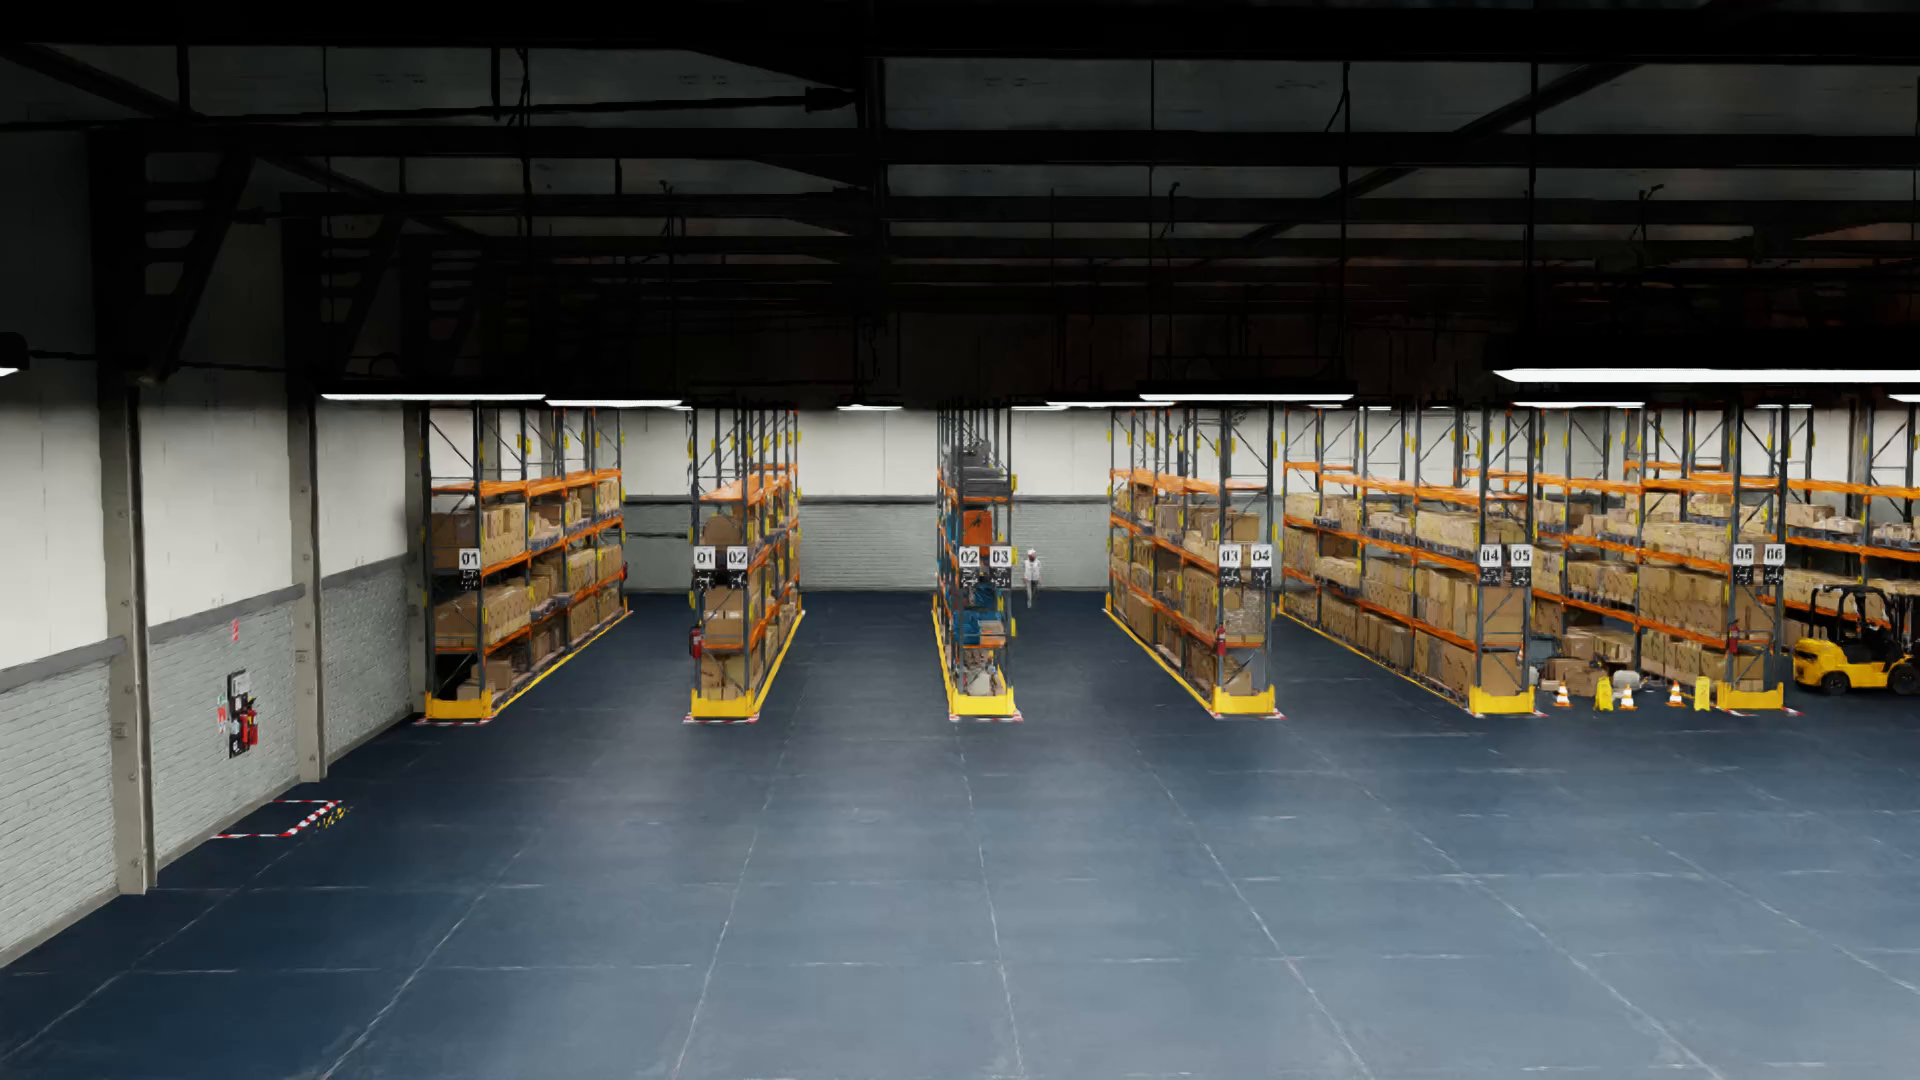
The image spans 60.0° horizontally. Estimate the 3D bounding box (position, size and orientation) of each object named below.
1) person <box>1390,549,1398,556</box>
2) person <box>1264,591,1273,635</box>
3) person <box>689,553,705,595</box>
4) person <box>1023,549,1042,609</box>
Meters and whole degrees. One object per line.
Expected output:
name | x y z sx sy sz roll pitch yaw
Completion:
person | 13.320 0.998 50.788 0.525 1.672 0.595 -3 6 -38
person | 7.591 1.637 42.142 0.682 1.676 0.535 0 4 -4
person | -8.124 0.921 51.769 0.527 1.588 0.629 3 5 33
person | 2.122 1.118 48.501 0.553 1.725 1.030 0 4 -3
